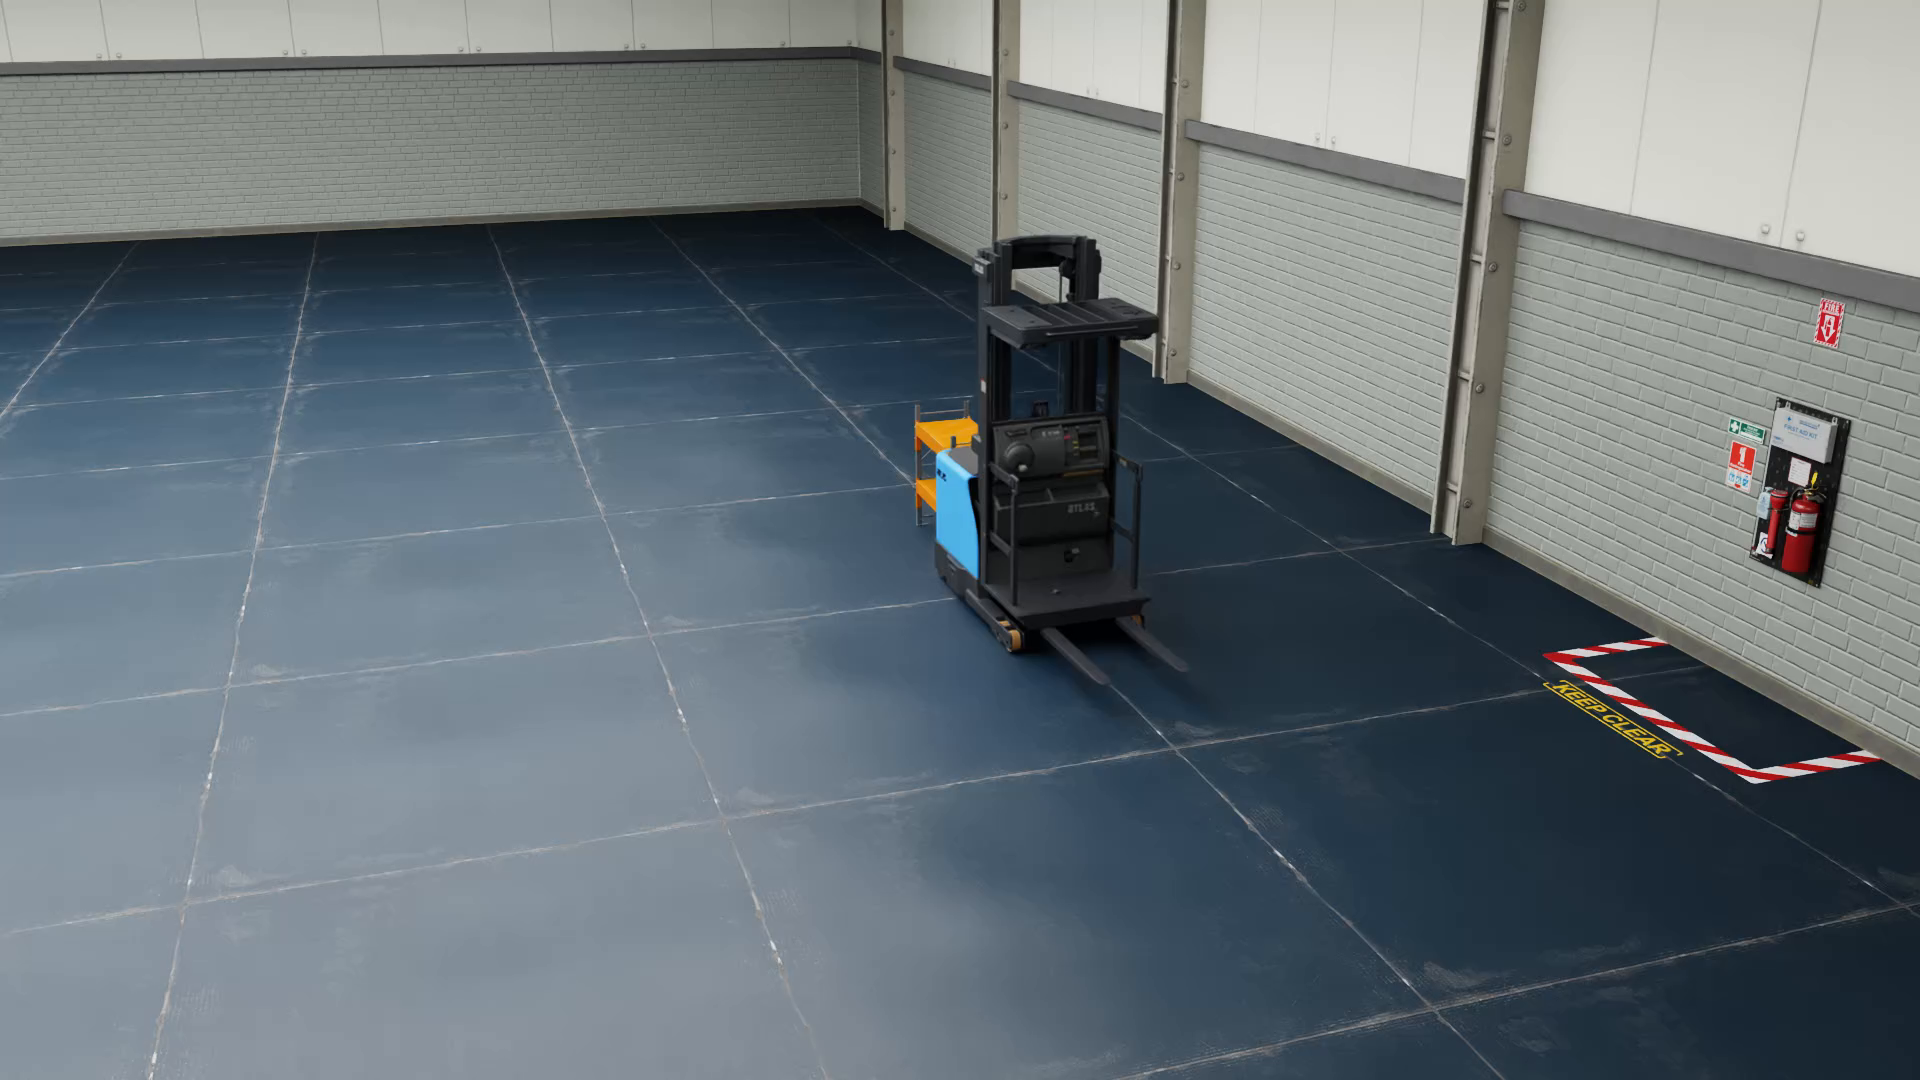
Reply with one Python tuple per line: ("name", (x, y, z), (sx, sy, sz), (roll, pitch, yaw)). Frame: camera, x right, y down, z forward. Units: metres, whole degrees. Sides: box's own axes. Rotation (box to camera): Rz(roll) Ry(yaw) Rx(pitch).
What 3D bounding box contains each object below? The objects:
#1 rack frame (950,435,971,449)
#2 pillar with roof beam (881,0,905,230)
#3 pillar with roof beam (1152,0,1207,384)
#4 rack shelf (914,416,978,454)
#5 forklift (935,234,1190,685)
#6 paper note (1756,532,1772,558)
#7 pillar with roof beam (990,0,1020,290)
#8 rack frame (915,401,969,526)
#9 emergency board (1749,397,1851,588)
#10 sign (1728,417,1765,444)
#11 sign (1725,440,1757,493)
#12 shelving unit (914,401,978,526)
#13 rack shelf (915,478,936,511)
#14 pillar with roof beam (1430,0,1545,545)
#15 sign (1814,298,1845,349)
("rack frame", (0.162, -0.364, 14.141), (0.500, 1.125, 0.032), (-6, 21, -17))
("pillar with roof beam", (-5.299, -9.585, 28.163), (9.100, 9.000, 0.400), (-6, 21, -17))
("pillar with roof beam", (-1.527, -5.734, 17.442), (9.100, 9.000, 0.400), (-6, 21, -17))
("rack shelf", (0.002, -0.803, 14.496), (0.538, 0.278, 1.000), (-6, 21, -17))
("forklift", (0.770, -0.699, 12.401), (1.130, 2.935, 3.031), (-7, 21, -19))
("paper note", (5.601, 0.037, 11.555), (0.016, 0.148, 0.142), (-6, 21, -17))
("pillar with roof beam", (-3.413, -7.659, 22.803), (9.100, 9.000, 0.400), (-6, 21, -17))
("rack frame", (-0.158, -0.690, 15.049), (0.500, 1.125, 0.032), (-6, 21, -17))
("emergency board", (5.591, -0.314, 11.228), (0.194, 1.169, 0.643), (-6, 21, -17))
("sign", (5.508, -0.766, 11.650), (0.001, 0.109, 0.331), (-6, 21, -17))
("sign", (5.515, -0.519, 11.746), (0.001, 0.329, 0.234), (-6, 21, -17))
("shelving unit", (0.002, -0.527, 14.595), (0.538, 1.125, 1.048), (-6, 21, -17))
("rack shelf", (0.002, -0.297, 14.678), (0.538, 0.278, 1.000), (-6, 21, -17))
("pillar with roof beam", (0.359, -3.808, 12.082), (9.100, 9.000, 0.400), (-6, 21, -17))
("sign", (5.683, -1.418, 10.873), (0.001, 0.298, 0.199), (-6, 21, -17))
